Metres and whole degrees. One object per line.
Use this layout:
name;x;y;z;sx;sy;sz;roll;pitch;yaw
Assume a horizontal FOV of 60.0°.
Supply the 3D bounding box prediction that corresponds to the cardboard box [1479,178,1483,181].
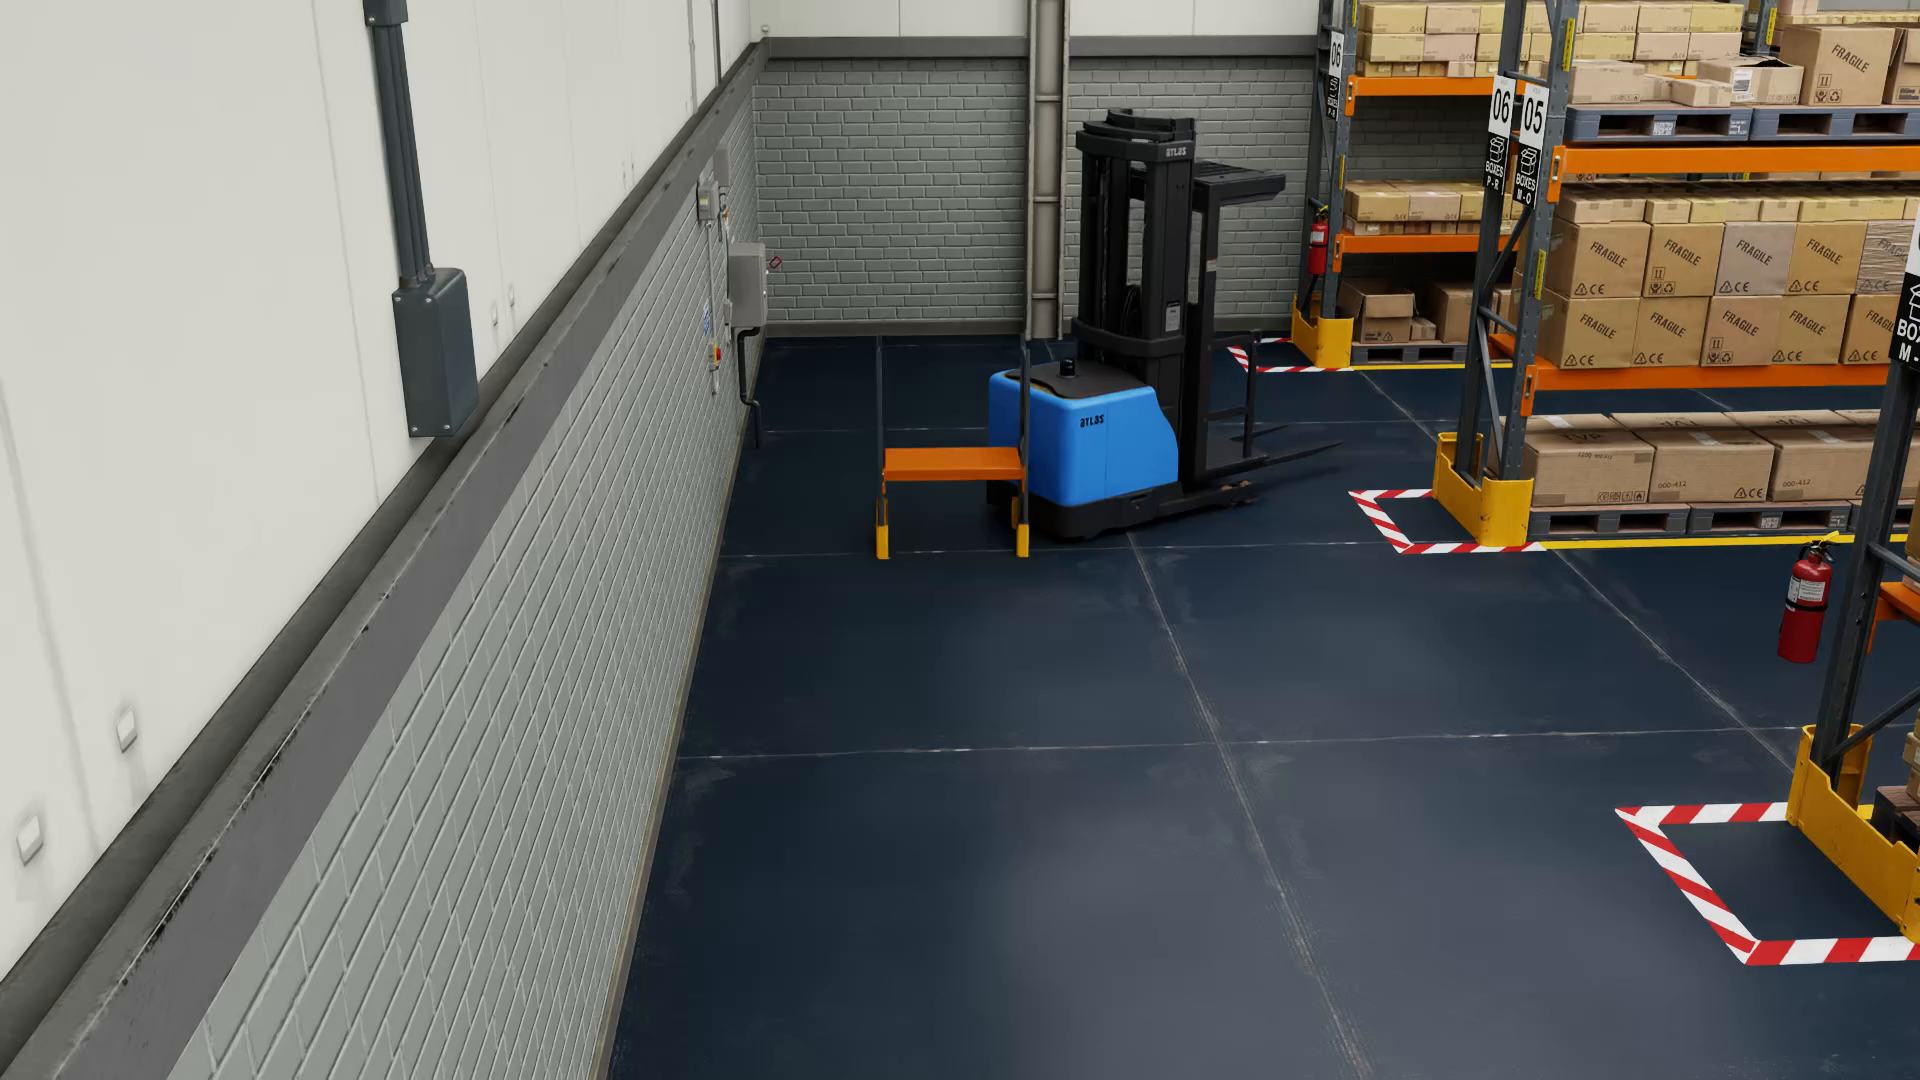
cardboard box;5.608;-3.525;16.957;0.500;0.250;0.500;-1;21;-3

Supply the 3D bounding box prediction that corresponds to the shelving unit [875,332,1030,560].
shelving unit;-0.063;-0.673;11.781;1.083;1.500;0.587;-1;21;-2

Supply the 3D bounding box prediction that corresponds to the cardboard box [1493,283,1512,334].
cardboard box;5.638;-2.309;16.894;0.500;0.500;0.500;-1;21;-2

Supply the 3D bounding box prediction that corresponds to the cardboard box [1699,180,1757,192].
cardboard box;5.537;-2.501;12.018;0.250;0.149;0.380;-1;21;-2

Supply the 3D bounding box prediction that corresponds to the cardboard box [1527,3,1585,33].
cardboard box;5.608;-4.981;15.861;0.500;0.250;0.500;-1;21;-2

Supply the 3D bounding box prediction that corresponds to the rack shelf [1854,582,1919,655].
rack shelf;6.300;0.491;7.626;4.000;0.370;1.077;-1;21;-3

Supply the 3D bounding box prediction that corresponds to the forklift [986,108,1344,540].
forklift;1.706;-1.760;12.624;3.031;2.935;1.130;-14;25;-32

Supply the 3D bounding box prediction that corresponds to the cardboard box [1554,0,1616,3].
cardboard box;6.092;-5.174;16.369;0.500;0.250;0.500;-1;21;-4

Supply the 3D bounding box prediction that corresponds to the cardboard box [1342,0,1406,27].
cardboard box;4.060;-5.136;16.270;0.500;0.250;0.500;-2;21;-5

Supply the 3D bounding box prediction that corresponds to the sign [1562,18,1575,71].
sign;3.945;-3.211;10.783;0.005;0.325;0.100;-1;21;-3

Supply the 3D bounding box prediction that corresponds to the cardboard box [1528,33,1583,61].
cardboard box;5.624;-4.749;15.955;0.500;0.250;0.500;-1;21;-4

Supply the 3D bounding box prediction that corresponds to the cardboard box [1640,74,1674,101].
cardboard box;4.778;-3.166;11.627;0.250;0.149;0.380;-3;21;-7

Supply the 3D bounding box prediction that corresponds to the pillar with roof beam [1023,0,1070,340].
pillar with roof beam;1.135;-4.864;12.248;0.400;9.000;9.100;-1;21;-3

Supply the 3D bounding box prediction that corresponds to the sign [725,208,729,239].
sign;-1.886;-2.549;13.440;0.001;0.242;0.339;-1;21;-3

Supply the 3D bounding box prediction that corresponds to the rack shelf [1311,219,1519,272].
rack shelf;5.629;-3.028;16.870;4.000;0.370;1.077;-1;21;-3

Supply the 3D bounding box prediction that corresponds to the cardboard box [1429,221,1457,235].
cardboard box;4.744;-3.138;16.501;0.250;0.149;0.380;-1;21;-1

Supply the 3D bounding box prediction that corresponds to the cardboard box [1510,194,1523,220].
cardboard box;5.620;-3.346;16.486;0.500;0.250;0.500;-2;21;-4

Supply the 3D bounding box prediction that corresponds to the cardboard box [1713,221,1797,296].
cardboard box;5.444;-2.009;11.637;0.500;0.500;0.500;-1;21;-3

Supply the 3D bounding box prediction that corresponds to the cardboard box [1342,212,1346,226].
cardboard box;3.948;-3.308;16.948;0.250;0.149;0.380;-1;21;-4

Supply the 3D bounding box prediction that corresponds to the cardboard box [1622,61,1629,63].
cardboard box;6.257;-4.573;16.053;0.250;0.149;0.380;0;21;-1

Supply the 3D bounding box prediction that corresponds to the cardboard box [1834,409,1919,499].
cardboard box;7.280;-0.666;12.665;0.875;0.438;0.875;-1;21;-4

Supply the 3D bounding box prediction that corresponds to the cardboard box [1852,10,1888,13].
cardboard box;8.948;-5.138;16.390;0.250;0.149;0.380;-2;21;-5

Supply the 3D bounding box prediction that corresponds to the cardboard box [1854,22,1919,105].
cardboard box;6.569;-3.296;11.471;0.637;0.503;0.797;0;21;1

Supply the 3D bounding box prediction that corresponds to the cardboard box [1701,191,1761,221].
cardboard box;5.335;-2.318;11.535;0.250;0.149;0.380;-1;21;-3

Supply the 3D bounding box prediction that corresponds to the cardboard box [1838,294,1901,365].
cardboard box;6.450;-1.560;11.863;0.500;0.500;0.500;-1;21;-4

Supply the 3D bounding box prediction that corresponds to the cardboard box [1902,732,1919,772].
cardboard box;4.814;1.081;8.065;0.250;0.149;0.380;-2;21;-5

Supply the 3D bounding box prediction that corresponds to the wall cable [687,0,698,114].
wall cable;-1.743;-4.149;10.370;0.029;3.000;0.463;-1;21;-3

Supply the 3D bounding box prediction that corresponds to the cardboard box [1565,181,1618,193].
cardboard box;4.519;-2.470;11.935;0.250;0.149;0.380;-1;21;-2

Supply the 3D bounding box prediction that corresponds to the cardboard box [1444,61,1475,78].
cardboard box;4.736;-4.514;15.900;0.250;0.149;0.380;-1;21;-2

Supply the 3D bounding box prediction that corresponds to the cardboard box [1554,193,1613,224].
cardboard box;4.290;-2.287;11.454;0.250;0.149;0.380;-1;21;-2

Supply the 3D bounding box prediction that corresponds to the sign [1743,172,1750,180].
sign;7.665;-3.617;16.189;0.005;0.325;0.100;-1;21;-3

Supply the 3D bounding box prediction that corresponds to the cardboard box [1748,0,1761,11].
cardboard box;7.928;-5.296;16.221;0.258;0.266;0.396;-1;21;-4

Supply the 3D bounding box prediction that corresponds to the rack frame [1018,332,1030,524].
rack frame;0.454;-0.680;11.799;0.032;1.500;0.500;-1;21;-2

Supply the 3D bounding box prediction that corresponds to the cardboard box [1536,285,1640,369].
cardboard box;4.415;-1.515;11.744;0.500;0.500;0.500;-1;21;-3

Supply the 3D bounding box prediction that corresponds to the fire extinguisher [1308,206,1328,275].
fire extinguisher;3.512;-2.946;16.276;0.183;0.674;0.296;-1;21;-3

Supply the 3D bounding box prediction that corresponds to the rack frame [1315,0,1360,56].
rack frame;3.633;-6.127;15.568;0.127;3.000;1.000;-1;21;-3

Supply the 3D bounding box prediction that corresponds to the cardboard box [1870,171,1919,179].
cardboard box;9.422;-3.605;16.643;0.500;0.500;0.700;-1;21;-3

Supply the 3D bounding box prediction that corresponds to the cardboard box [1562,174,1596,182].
cardboard box;6.124;-3.889;16.858;0.500;0.500;0.500;-2;21;-5

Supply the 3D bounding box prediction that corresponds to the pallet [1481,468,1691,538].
pallet;4.714;-0.301;12.616;1.213;0.211;1.003;-1;21;-3

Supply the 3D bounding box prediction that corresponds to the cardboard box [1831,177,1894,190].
cardboard box;6.557;-2.535;12.107;0.250;0.149;0.380;-2;21;-5

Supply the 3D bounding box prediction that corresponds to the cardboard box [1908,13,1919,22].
cardboard box;9.232;-4.972;15.954;0.250;0.149;0.380;-1;21;-3

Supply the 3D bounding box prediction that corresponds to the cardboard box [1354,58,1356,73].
cardboard box;3.939;-4.697;16.379;0.250;0.149;0.380;-1;21;-2

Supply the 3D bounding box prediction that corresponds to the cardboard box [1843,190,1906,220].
cardboard box;6.344;-2.336;11.584;0.250;0.149;0.380;-2;21;-4

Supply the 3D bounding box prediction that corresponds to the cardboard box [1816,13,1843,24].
cardboard box;8.212;-4.952;15.901;0.250;0.149;0.380;-1;21;-2

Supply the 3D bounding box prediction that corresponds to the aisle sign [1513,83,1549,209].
aisle sign;3.864;-2.671;11.267;0.004;0.787;0.394;-1;21;-3

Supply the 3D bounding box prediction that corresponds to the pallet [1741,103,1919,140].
pallet;5.881;-2.966;11.603;1.213;0.211;1.003;-1;21;-3
